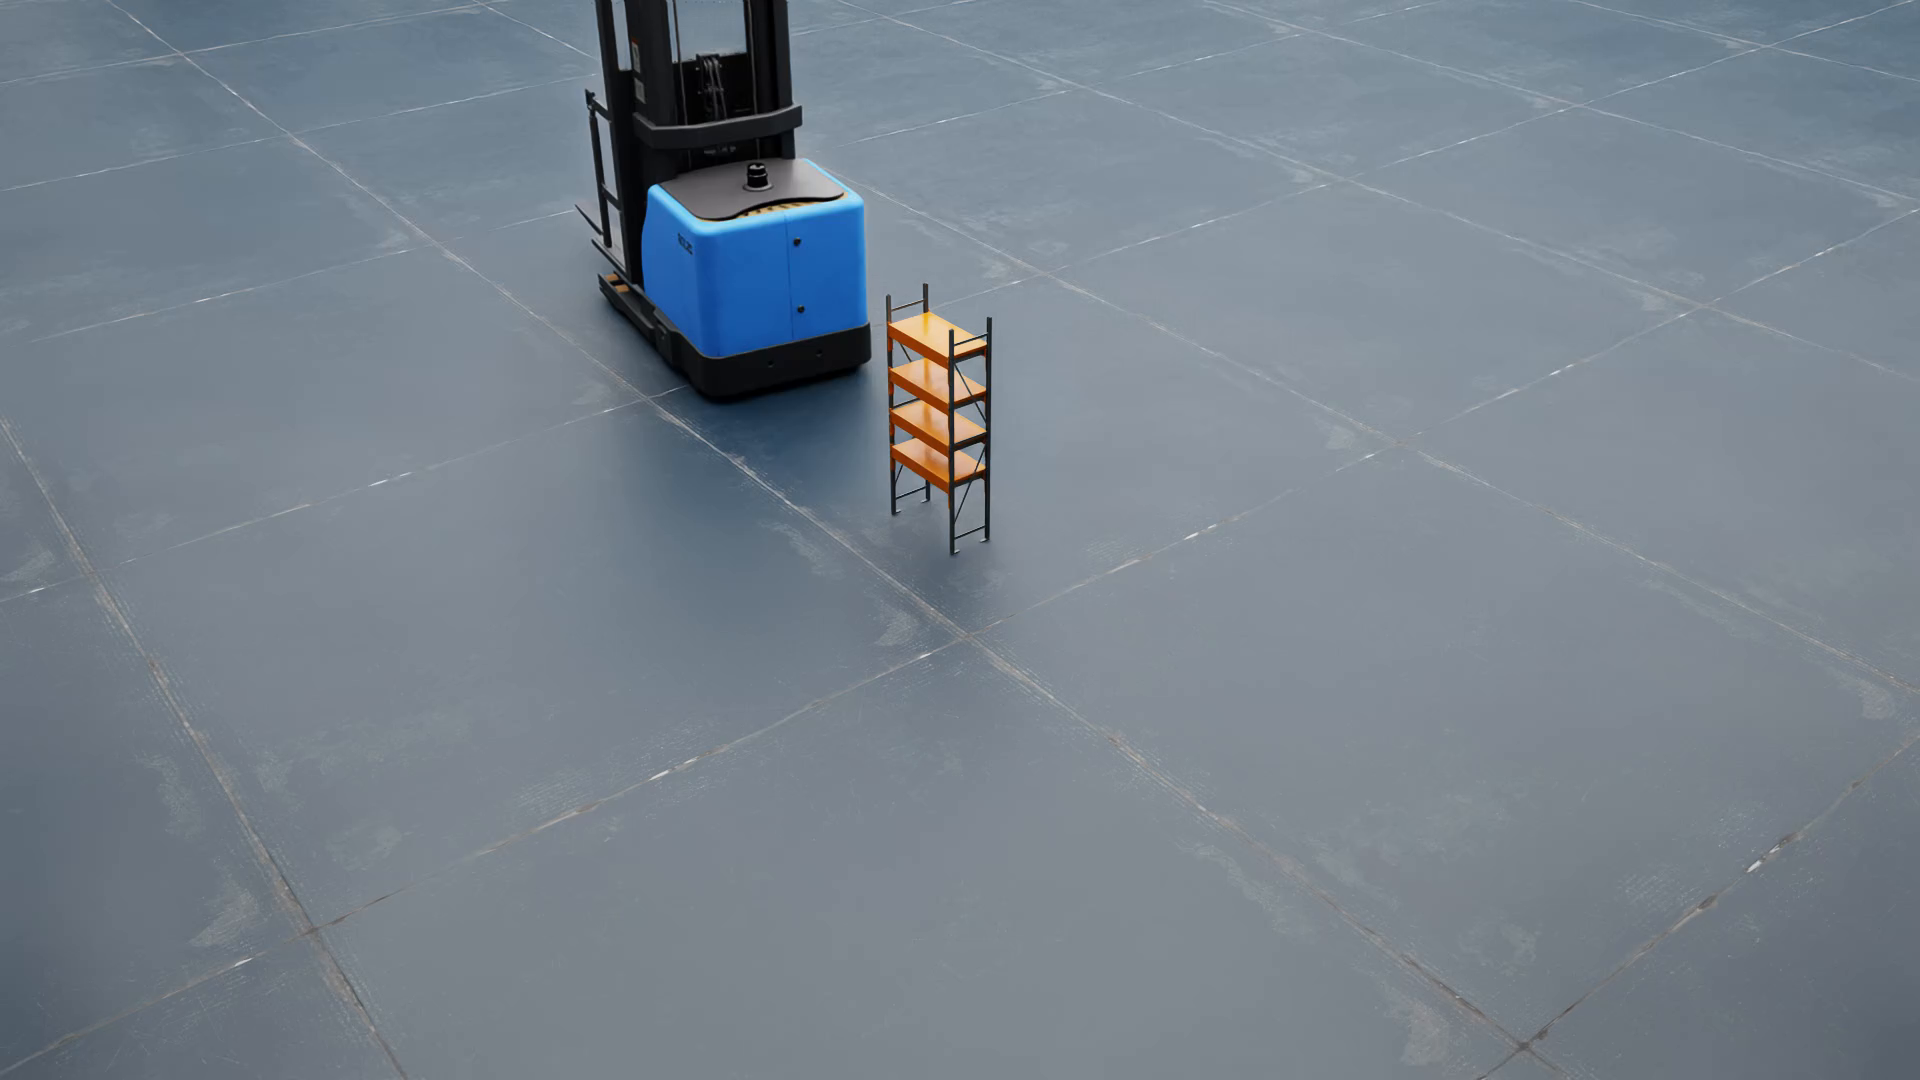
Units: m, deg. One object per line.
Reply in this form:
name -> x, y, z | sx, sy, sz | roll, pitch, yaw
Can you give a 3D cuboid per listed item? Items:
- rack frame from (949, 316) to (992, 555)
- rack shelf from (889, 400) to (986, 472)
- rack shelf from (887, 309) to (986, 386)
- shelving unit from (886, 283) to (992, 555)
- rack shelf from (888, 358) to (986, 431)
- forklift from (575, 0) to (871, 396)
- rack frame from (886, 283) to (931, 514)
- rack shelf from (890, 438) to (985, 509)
rack frame -> 0.048, -0.477, 7.881 | 0.240, 1.200, 0.015 | -22, 38, -31
rack shelf -> -0.102, -0.522, 8.080 | 0.258, 0.148, 0.480 | -22, 38, -31
rack shelf -> -0.101, -0.913, 7.837 | 0.258, 0.148, 0.480 | -22, 38, -31
shelving unit -> -0.102, -0.579, 8.045 | 0.258, 1.200, 0.503 | -22, 38, -31
rack shelf -> -0.102, -0.712, 7.962 | 0.258, 0.148, 0.480 | -22, 38, -31
forklift -> -1.675, -2.810, 9.996 | 1.130, 2.935, 3.031 | -16, 35, -24
rack frame -> -0.251, -0.680, 8.208 | 0.240, 1.200, 0.015 | -22, 38, -31
rack shelf -> -0.102, -0.353, 8.185 | 0.258, 0.148, 0.480 | -22, 38, -31
